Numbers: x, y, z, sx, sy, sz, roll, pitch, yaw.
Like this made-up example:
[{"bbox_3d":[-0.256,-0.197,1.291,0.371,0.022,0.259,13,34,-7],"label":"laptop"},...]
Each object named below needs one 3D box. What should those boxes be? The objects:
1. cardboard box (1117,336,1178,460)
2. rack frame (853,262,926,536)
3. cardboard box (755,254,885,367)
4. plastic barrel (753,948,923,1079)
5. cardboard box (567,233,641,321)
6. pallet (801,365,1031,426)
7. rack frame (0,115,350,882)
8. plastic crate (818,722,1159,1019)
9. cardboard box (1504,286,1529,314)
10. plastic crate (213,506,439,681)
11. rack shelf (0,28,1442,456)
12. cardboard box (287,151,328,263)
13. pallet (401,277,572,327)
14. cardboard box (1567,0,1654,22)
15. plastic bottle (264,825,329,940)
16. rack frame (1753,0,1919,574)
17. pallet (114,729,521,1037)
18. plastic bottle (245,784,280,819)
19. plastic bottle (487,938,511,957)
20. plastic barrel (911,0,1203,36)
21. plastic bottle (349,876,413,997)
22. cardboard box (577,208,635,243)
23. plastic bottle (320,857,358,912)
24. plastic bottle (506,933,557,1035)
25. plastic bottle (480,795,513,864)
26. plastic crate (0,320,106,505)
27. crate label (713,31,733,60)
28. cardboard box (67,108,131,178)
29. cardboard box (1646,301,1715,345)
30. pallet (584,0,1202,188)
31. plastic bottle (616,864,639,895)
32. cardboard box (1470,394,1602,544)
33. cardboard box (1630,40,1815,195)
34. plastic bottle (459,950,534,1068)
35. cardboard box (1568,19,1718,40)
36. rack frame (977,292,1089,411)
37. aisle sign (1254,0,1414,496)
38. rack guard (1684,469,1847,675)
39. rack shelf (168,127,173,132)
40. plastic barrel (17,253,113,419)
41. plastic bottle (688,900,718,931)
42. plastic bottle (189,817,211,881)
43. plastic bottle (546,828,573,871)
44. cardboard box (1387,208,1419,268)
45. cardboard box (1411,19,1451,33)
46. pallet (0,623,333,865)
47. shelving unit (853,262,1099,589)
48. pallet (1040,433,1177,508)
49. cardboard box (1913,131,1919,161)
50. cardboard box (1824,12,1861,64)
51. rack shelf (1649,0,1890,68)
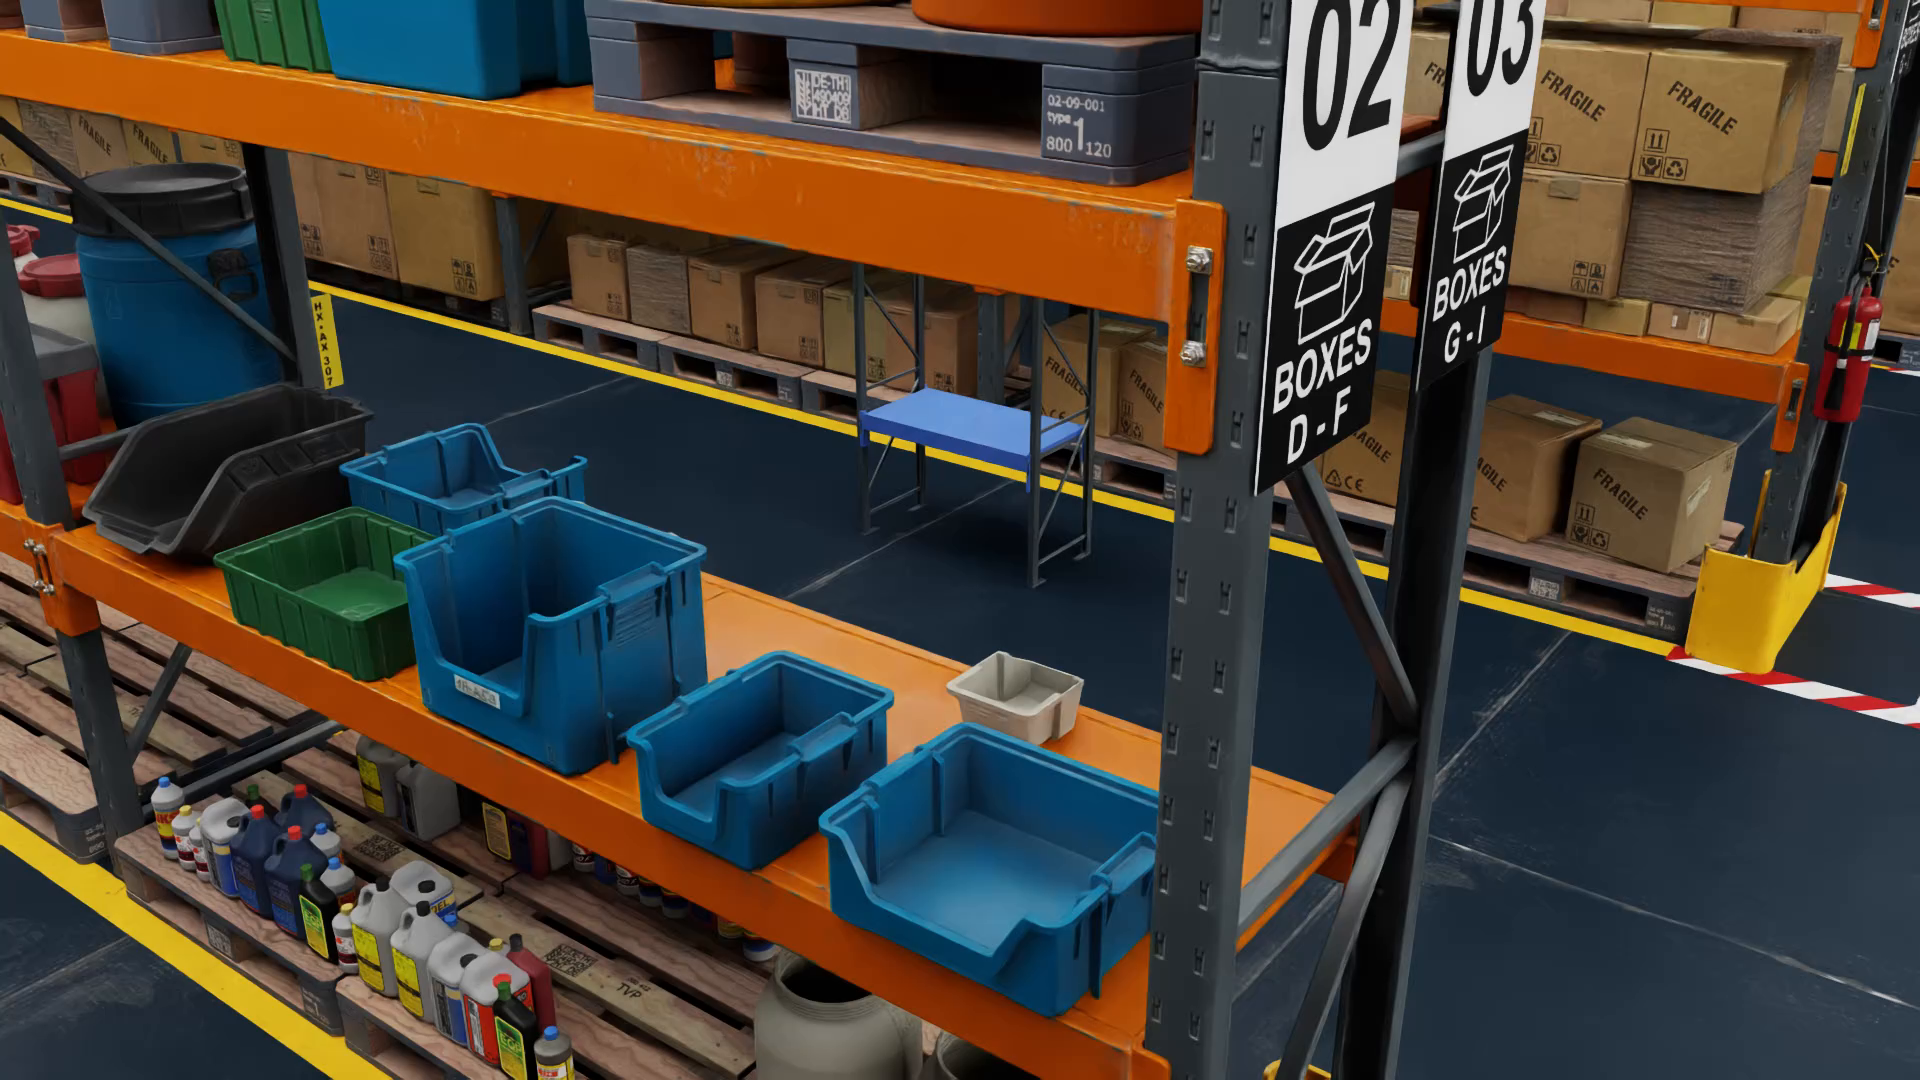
[{"bbox_3d":[1.199,-0.780,8.879,0.500,0.500,0.500,-16,28,-31],"label":"cardboard box"},{"bbox_3d":[-0.338,-0.789,8.180,0.032,1.500,0.500,17,29,33],"label":"rack frame"},{"bbox_3d":[-0.857,-1.446,10.367,0.500,0.500,0.700,14,27,29],"label":"cardboard box"},{"bbox_3d":[-0.304,1.279,4.192,0.421,0.512,0.421,0,24,0],"label":"plastic barrel"},{"bbox_3d":[-2.213,-1.846,11.275,0.500,0.500,0.700,15,28,31],"label":"cardboard box"},{"bbox_3d":[-0.184,-0.889,10.005,1.213,0.211,1.003,17,29,33],"label":"pallet"},{"bbox_3d":[-2.531,-0.379,5.390,0.127,3.000,1.000,17,29,33],"label":"rack frame"},{"bbox_3d":[0.090,0.632,3.280,0.616,0.251,0.499,17,29,33],"label":"plastic crate"},{"bbox_3d":[2.492,-1.141,7.431,0.250,0.149,0.380,17,29,33],"label":"cardboard box"},{"bbox_3d":[-1.614,0.137,4.481,0.662,0.188,0.450,17,29,33],"label":"plastic crate"},{"bbox_3d":[-0.930,-0.939,3.833,4.000,0.370,1.077,17,29,33],"label":"rack shelf"},{"bbox_3d":[-4.722,-2.767,12.925,0.875,0.875,1.225,16,28,32],"label":"cardboard box"},{"bbox_3d":[-3.347,-1.883,12.262,1.213,0.211,1.003,17,29,33],"label":"pallet"},{"bbox_3d":[4.629,-3.745,11.504,0.550,0.550,0.875,17,29,33],"label":"cardboard box"},{"bbox_3d":[-1.983,1.007,4.985,0.185,0.351,0.144,15,28,31],"label":"plastic bottle"},{"bbox_3d":[3.640,-1.010,6.822,0.127,3.000,1.000,17,29,33],"label":"rack frame"},{"bbox_3d":[-2.018,1.073,5.553,1.213,0.211,1.003,17,29,33],"label":"pallet"},{"bbox_3d":[-2.200,0.916,5.274,0.133,0.283,0.061,17,29,33],"label":"plastic bottle"},{"bbox_3d":[-1.299,1.217,4.693,0.097,0.201,0.097,0,24,0],"label":"plastic bottle"},{"bbox_3d":[0.205,-1.250,2.592,0.708,0.830,0.600,17,29,33],"label":"plastic barrel"},{"bbox_3d":[-1.643,1.109,4.752,0.185,0.351,0.144,17,29,33],"label":"plastic bottle"},{"bbox_3d":[-2.207,-2.193,11.131,0.500,0.250,0.500,18,30,35],"label":"cardboard box"},{"bbox_3d":[-1.843,1.066,4.948,0.097,0.271,0.097,0,24,0],"label":"plastic bottle"},{"bbox_3d":[-1.184,1.223,4.577,0.133,0.283,0.061,17,29,33],"label":"plastic bottle"},{"bbox_3d":[-1.472,0.889,5.335,0.133,0.283,0.061,17,29,33],"label":"plastic bottle"},{"bbox_3d":[-3.102,-0.427,5.419,0.583,0.464,0.402,17,29,33],"label":"plastic crate"},{"bbox_3d":[-0.630,-1.276,3.889,0.408,0.251,0.502,17,29,33],"label":"crate label"},{"bbox_3d":[-7.162,-3.535,14.666,0.875,0.875,0.875,17,29,33],"label":"cardboard box"},{"bbox_3d":[3.089,-0.958,7.015,0.250,0.149,0.380,17,29,33],"label":"cardboard box"},{"bbox_3d":[0.067,-0.930,3.154,1.213,0.211,1.003,17,29,33],"label":"pallet"},{"bbox_3d":[-1.028,0.997,5.191,0.097,0.201,0.097,0,24,0],"label":"plastic bottle"},{"bbox_3d":[2.652,-0.348,7.899,0.500,0.500,0.500,-17,29,-34],"label":"cardboard box"},{"bbox_3d":[3.052,-1.702,6.661,0.500,0.500,0.500,17,29,33],"label":"cardboard box"},{"bbox_3d":[-1.248,1.261,4.501,0.135,0.276,0.152,17,29,34],"label":"plastic bottle"},{"bbox_3d":[2.968,-1.993,7.321,0.500,0.500,0.500,17,29,33],"label":"cardboard box"},{"bbox_3d":[0.440,-1.977,9.017,0.127,3.000,1.000,17,29,33],"label":"rack frame"},{"bbox_3d":[0.549,-0.488,2.414,0.004,0.787,0.394,17,29,33],"label":"aisle sign"},{"bbox_3d":[3.580,0.116,7.367,0.348,0.500,1.175,17,29,33],"label":"rack guard"},{"bbox_3d":[-7.562,-4.066,14.650,4.000,0.370,1.077,17,29,33],"label":"rack shelf"},{"bbox_3d":[-3.165,-0.743,6.048,0.433,0.535,0.433,0,24,0],"label":"plastic barrel"},{"bbox_3d":[-0.764,1.030,5.015,0.133,0.283,0.061,17,29,34],"label":"plastic bottle"},{"bbox_3d":[-2.376,0.968,5.258,0.097,0.201,0.097,0,24,0],"label":"plastic bottle"},{"bbox_3d":[-1.303,0.894,5.333,0.135,0.276,0.152,17,29,34],"label":"plastic bottle"},{"bbox_3d":[2.371,-1.551,7.556,0.500,0.500,0.875,17,29,33],"label":"cardboard box"},{"bbox_3d":[1.855,-2.067,7.488,0.500,0.500,0.500,17,29,33],"label":"cardboard box"},{"bbox_3d":[-3.182,0.720,6.355,1.213,0.211,1.003,17,29,33],"label":"pallet"},{"bbox_3d":[0.068,-0.666,7.901,1.048,1.500,0.538,17,29,33],"label":"shelving unit"},{"bbox_3d":[0.998,-0.550,9.236,1.213,0.211,1.003,17,29,33],"label":"pallet"},{"bbox_3d":[6.372,-2.729,10.538,0.550,0.550,0.875,17,29,33],"label":"cardboard box"},{"bbox_3d":[5.927,-3.354,10.617,0.550,0.550,0.875,17,29,33],"label":"cardboard box"},{"bbox_3d":[2.040,-2.537,7.460,4.000,0.370,1.077,17,29,33],"label":"rack shelf"}]
